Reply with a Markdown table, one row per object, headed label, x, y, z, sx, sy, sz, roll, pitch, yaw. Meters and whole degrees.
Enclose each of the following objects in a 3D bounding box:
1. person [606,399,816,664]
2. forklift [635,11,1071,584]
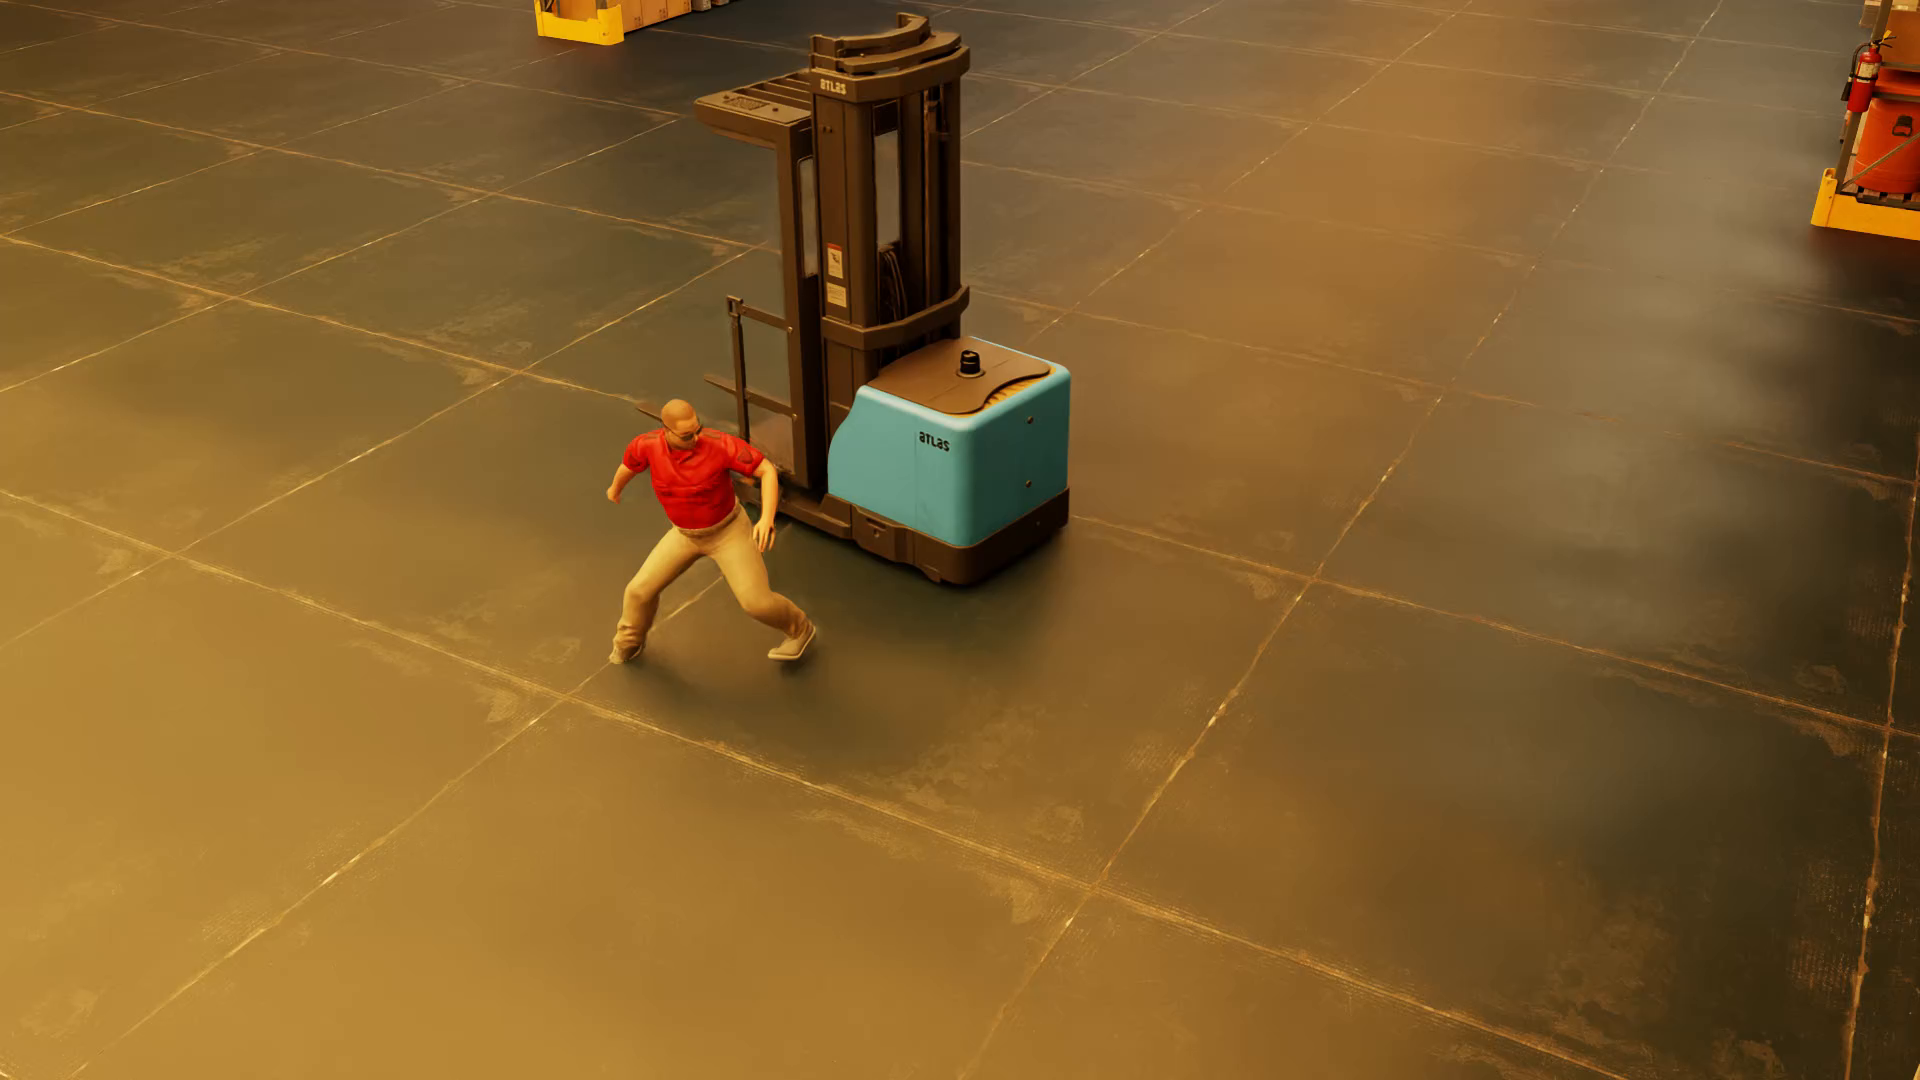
| label | x | y | z | sx | sy | sz | roll | pitch | yaw |
| --- | --- | --- | --- | --- | --- | --- | --- | --- | --- |
| person | -1.384 | -0.002 | 8.554 | 1.151 | 1.687 | 0.562 | 10 | 31 | 17 |
| forklift | -0.800 | -1.619 | 9.876 | 3.031 | 2.935 | 1.130 | 23 | 37 | 34 |
